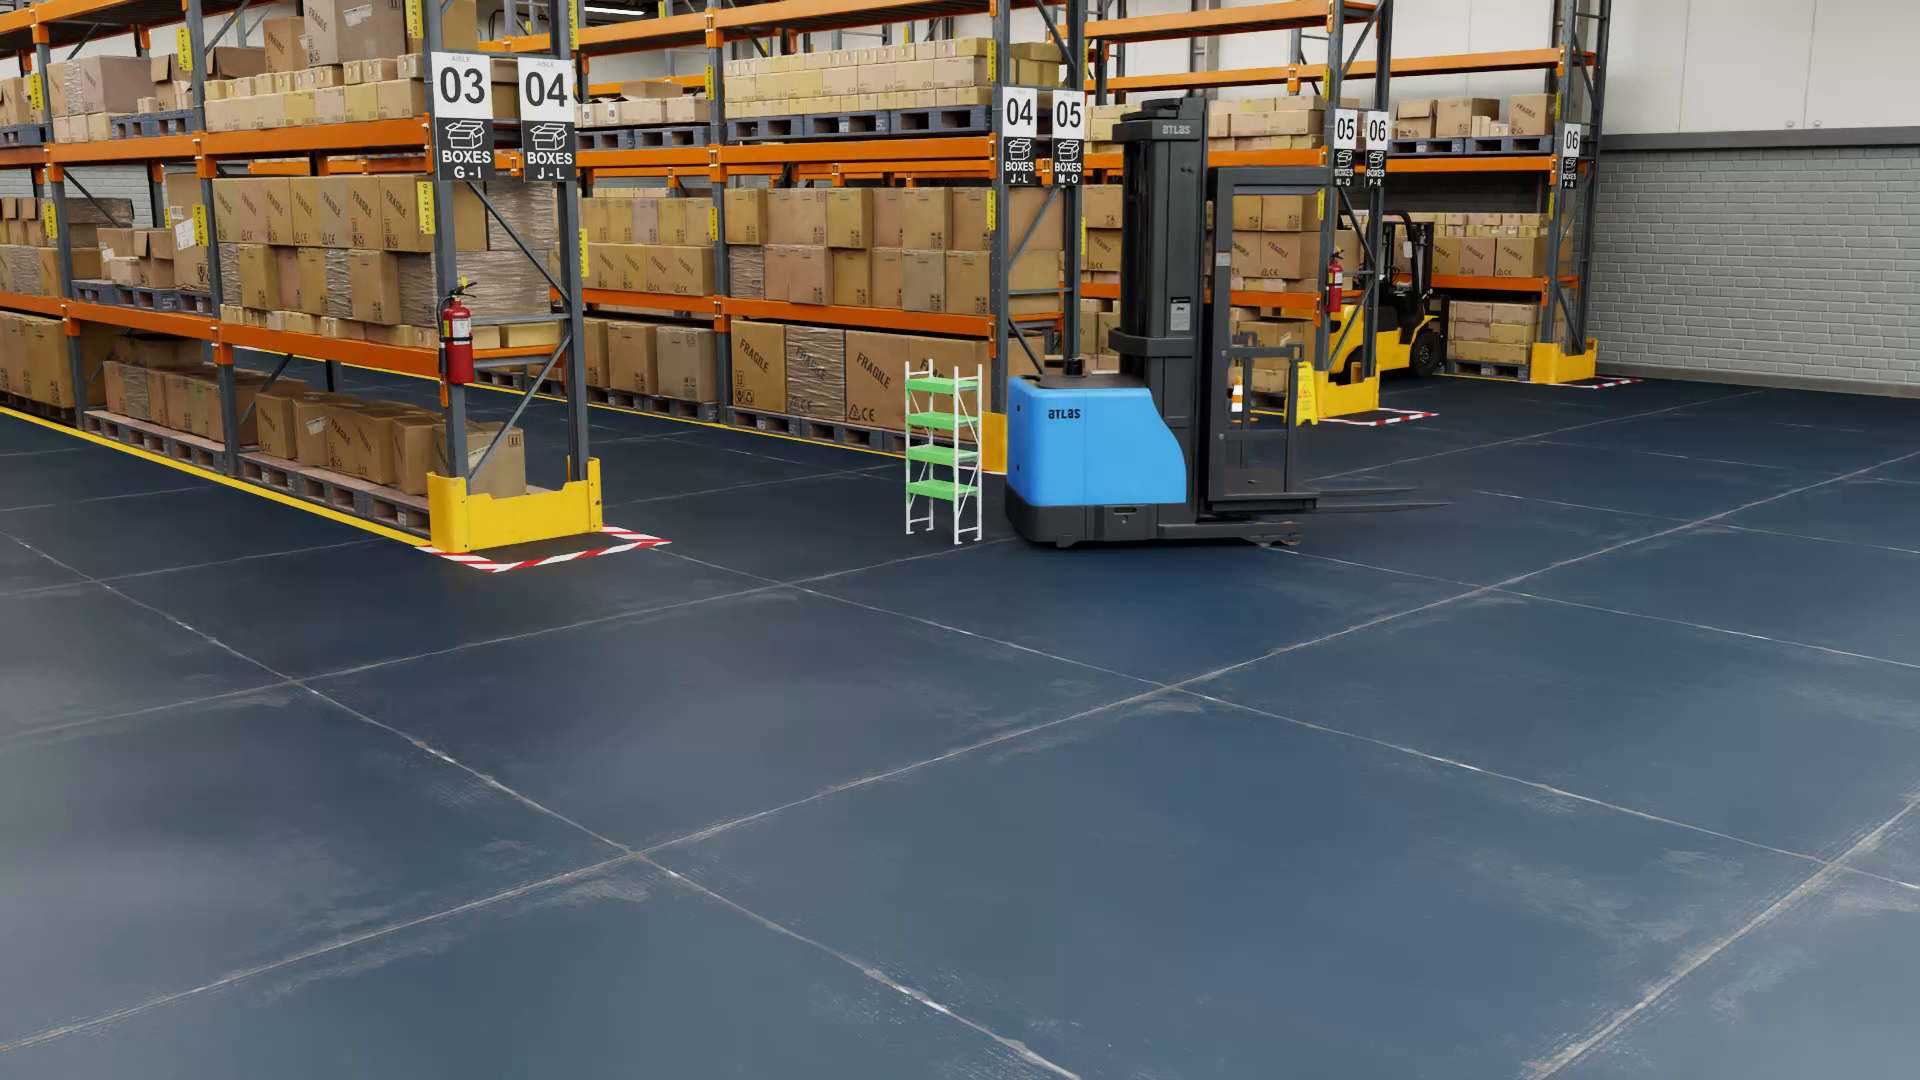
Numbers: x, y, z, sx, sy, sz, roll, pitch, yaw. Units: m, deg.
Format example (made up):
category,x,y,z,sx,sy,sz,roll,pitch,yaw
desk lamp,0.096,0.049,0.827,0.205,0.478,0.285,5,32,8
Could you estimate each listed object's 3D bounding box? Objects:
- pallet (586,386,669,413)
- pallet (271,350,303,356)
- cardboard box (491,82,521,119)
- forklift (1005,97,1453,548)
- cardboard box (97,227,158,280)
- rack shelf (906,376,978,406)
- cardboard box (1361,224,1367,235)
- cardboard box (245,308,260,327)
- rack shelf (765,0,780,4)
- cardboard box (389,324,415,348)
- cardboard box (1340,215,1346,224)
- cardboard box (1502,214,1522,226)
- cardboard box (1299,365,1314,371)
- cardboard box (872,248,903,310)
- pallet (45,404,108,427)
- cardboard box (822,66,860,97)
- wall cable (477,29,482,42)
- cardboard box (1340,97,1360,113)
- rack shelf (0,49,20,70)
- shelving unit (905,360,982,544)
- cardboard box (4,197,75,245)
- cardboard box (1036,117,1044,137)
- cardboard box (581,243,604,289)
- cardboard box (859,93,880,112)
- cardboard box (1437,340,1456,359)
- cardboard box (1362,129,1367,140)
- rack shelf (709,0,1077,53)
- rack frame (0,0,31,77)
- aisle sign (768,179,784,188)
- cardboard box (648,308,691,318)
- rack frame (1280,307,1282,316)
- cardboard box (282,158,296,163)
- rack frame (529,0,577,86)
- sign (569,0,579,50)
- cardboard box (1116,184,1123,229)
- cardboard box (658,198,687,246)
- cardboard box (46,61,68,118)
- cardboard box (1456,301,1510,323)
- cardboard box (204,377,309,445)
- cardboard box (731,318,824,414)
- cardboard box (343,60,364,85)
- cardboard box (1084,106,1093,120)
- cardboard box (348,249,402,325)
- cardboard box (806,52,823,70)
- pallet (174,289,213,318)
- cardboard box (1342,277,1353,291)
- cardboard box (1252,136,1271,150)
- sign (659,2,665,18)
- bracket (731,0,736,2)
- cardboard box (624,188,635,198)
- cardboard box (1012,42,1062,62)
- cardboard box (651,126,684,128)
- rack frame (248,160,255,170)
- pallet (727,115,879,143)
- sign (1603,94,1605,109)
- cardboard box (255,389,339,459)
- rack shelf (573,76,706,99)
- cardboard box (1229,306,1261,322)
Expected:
category,x,y,z,sx,sy,sz,roll,pitch,yaw
pallet,-3.530,-1.647,18.884,1.003,0.211,1.213,-11,16,-43
pallet,-9.795,-2.984,25.371,1.003,0.211,1.213,-11,16,-43
cardboard box,-3.137,-2.975,11.354,0.500,0.250,0.500,-10,15,-41
forklift,1.882,-1.496,11.410,3.031,2.935,1.130,-2,12,-8
cardboard box,-8.114,-2.822,16.385,0.500,0.500,0.500,9,15,38
rack shelf,-0.114,-1.019,11.324,0.258,0.148,0.480,-11,16,-43
cardboard box,5.708,-4.257,22.783,0.380,0.149,0.250,-11,16,-43
cardboard box,-5.466,-1.789,13.285,0.380,0.149,0.250,-11,16,-43
rack shelf,-1.904,-9.803,30.238,1.077,0.370,4.000,-11,16,-43
cardboard box,-3.719,-1.428,11.533,0.380,0.149,0.250,-11,16,-43
cardboard box,5.436,-4.493,23.191,0.380,0.149,0.250,-11,16,-44
cardboard box,7.171,-4.113,21.348,0.380,0.149,0.250,-11,16,-42
cardboard box,3.820,-1.869,18.822,0.500,0.250,0.500,-11,16,-43
cardboard box,-0.314,-2.447,15.483,0.875,0.550,0.550,-11,16,-43
pallet,-9.005,-1.400,17.684,1.003,0.211,1.213,-11,16,-43
cardboard box,-0.912,-4.198,15.265,0.500,0.250,0.500,-11,16,-42
wall cable,-10.459,-9.022,32.903,2.355,3.000,0.029,-11,16,-43
cardboard box,4.079,-4.671,17.861,0.380,0.149,0.250,-11,16,-43
rack shelf,-12.659,-5.906,20.551,1.077,0.370,4.000,-11,16,-43
shelving unit,-0.114,-0.612,11.408,0.258,1.200,0.503,-11,16,-43
cardboard box,-9.925,-3.482,18.144,0.797,0.503,0.637,-10,15,-41
cardboard box,0.906,-5.104,20.648,0.500,0.250,0.500,-11,16,-44
cardboard box,-4.042,-3.115,18.850,0.500,0.500,0.500,-11,16,-43
cardboard box,-0.685,-3.937,14.986,0.380,0.149,0.250,-11,16,-42
cardboard box,6.536,-2.578,22.262,0.500,0.250,0.500,-11,16,-42
cardboard box,5.623,-5.510,22.625,0.380,0.149,0.250,-10,15,-41
rack shelf,-0.715,-4.831,15.333,1.077,0.370,4.000,-11,16,-43
rack frame,-11.278,-6.162,19.021,1.000,3.000,0.127,-11,16,-43
aisle sign,-3.545,-7.123,32.110,0.394,0.787,0.004,-11,16,-43
cardboard box,-4.466,-3.662,27.063,0.875,0.438,0.875,-11,16,-43
rack frame,5.002,-4.130,24.022,1.000,3.000,0.127,-11,16,-43
cardboard box,-9.532,-5.628,24.232,0.500,0.250,0.500,11,16,43
rack frame,-6.873,-8.127,28.557,1.000,3.000,0.127,-11,16,-43
sign,-2.598,-3.446,11.102,0.100,0.325,0.005,-11,16,-43
cardboard box,2.225,-3.873,19.312,0.700,0.500,0.500,-11,16,-44
cardboard box,-2.800,-3.418,17.842,0.700,0.500,0.500,-11,16,-43
cardboard box,-8.377,-4.299,15.923,0.500,0.500,0.500,-11,16,-42
cardboard box,6.864,-2.992,21.796,0.500,0.250,0.500,-11,16,-42
cardboard box,-6.162,-1.140,14.617,0.500,0.500,0.700,10,15,41
cardboard box,-1.712,-1.796,16.922,0.875,0.875,0.875,-11,16,-42
cardboard box,-3.962,-3.173,11.329,0.380,0.149,0.250,-11,16,-42
cardboard box,1.596,-5.049,19.696,0.380,0.149,0.250,-10,15,-41
cardboard box,-3.783,-1.808,11.767,0.875,0.500,0.500,-11,16,-43
cardboard box,-1.211,-4.438,15.444,0.380,0.149,0.250,-11,16,-43
pallet,-6.176,-2.094,14.618,1.003,0.211,1.213,-11,16,-43
cardboard box,4.092,-2.809,18.235,0.380,0.149,0.250,-11,16,-42
cardboard box,3.373,-4.288,17.980,0.380,0.149,0.250,-10,15,-41
sign,-4.529,-8.005,25.256,0.100,0.325,0.005,-11,16,-43
bracket,-4.466,-10.991,33.540,0.235,0.232,0.430,-11,16,-43
cardboard box,-5.209,-5.619,26.919,0.380,0.149,0.250,-11,16,-43
cardboard box,0.666,-4.233,14.450,0.380,0.149,0.250,-11,16,-42
cardboard box,-3.235,-4.693,18.370,0.396,0.266,0.258,-11,16,-43
rack frame,-10.383,-4.484,25.743,1.000,3.000,0.127,-11,16,-43
pallet,-1.539,-4.038,16.362,1.003,0.211,1.213,-11,16,-43
sign,8.170,-5.558,21.161,0.100,0.325,0.005,-11,16,-43
cardboard box,-5.506,-0.974,13.859,0.500,0.500,0.500,11,16,43
rack shelf,-5.492,-7.287,27.254,1.077,0.370,4.000,-11,16,-43
cardboard box,3.133,-2.522,18.528,0.380,0.149,0.250,-10,15,-41
